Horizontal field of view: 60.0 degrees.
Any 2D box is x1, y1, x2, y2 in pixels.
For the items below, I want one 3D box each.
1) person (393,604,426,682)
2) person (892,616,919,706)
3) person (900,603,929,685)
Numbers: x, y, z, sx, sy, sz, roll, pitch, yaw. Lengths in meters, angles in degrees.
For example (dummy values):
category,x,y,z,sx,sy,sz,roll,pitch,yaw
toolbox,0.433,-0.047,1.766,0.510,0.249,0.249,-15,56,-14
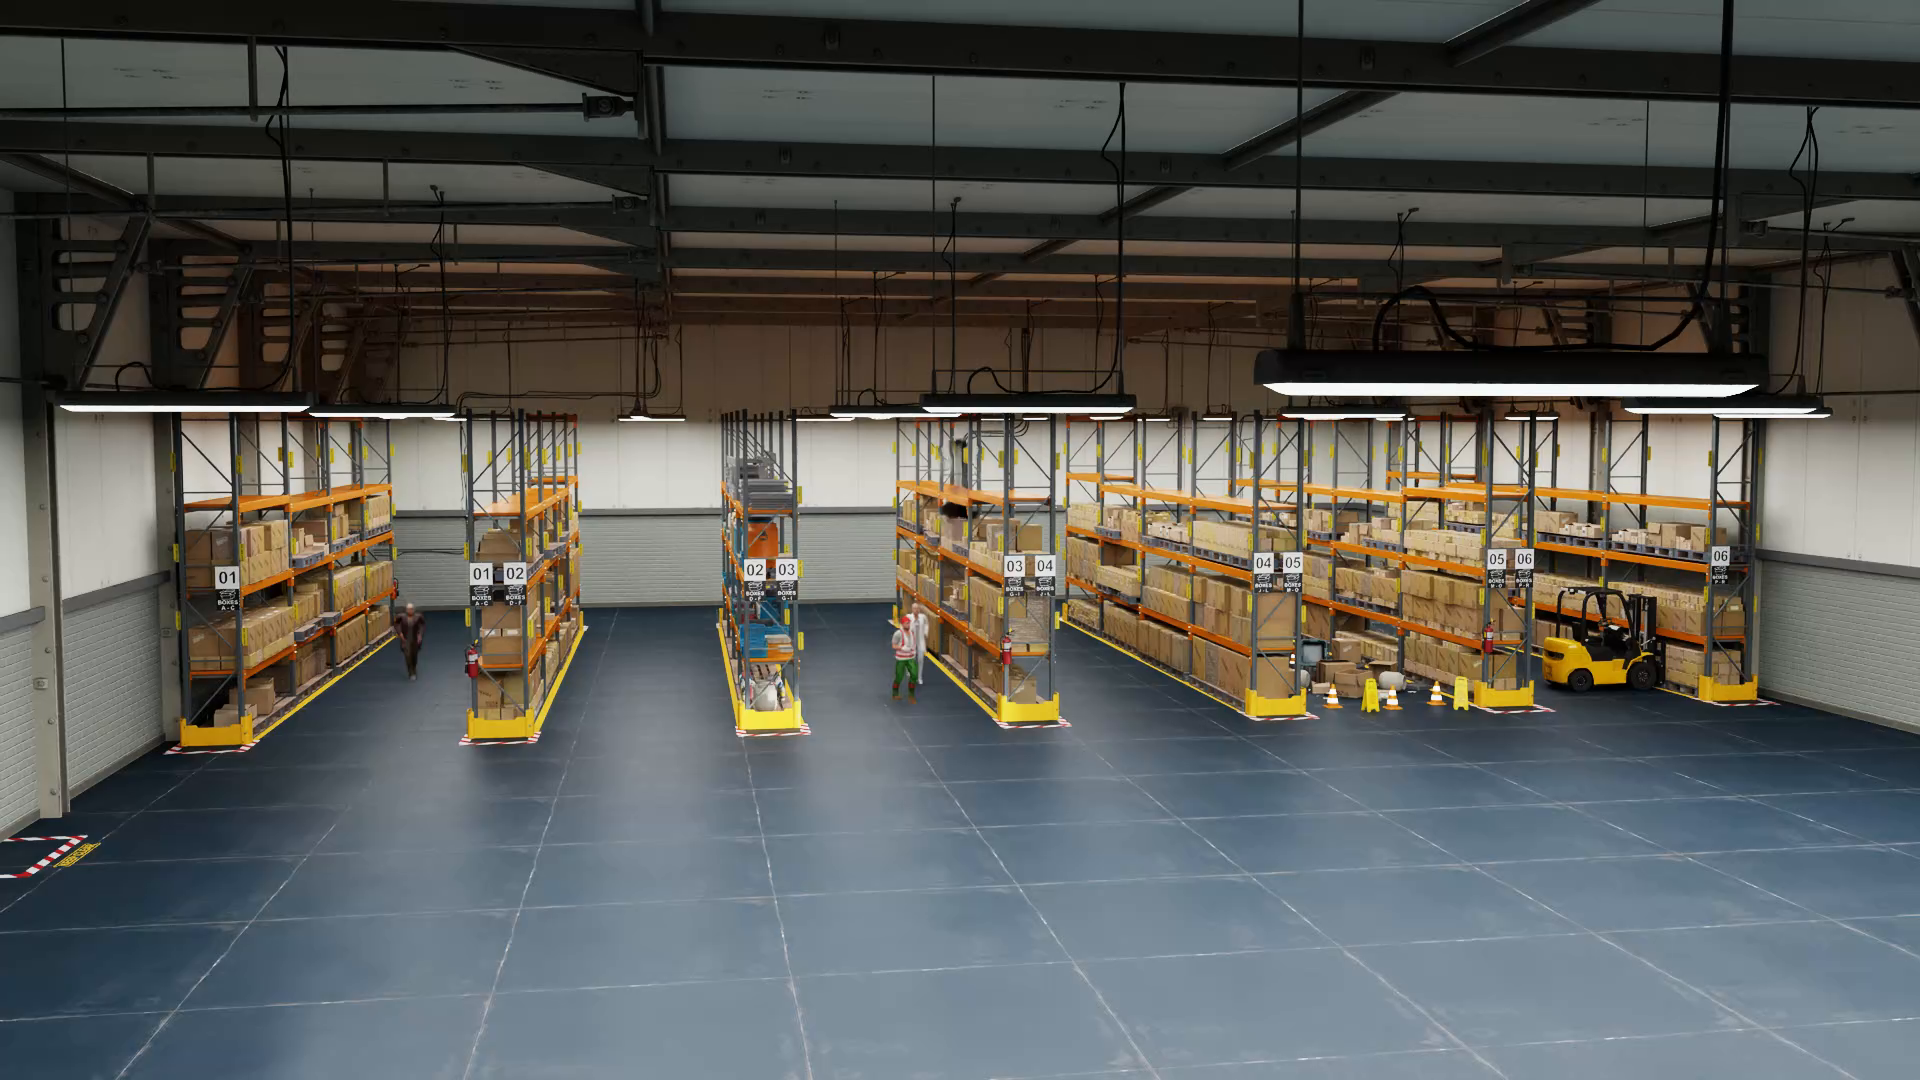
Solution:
category,x,y,z,sx,sy,sz,roll,pitch,yaw
person,-12.358,2.263,37.396,0.702,1.734,1.025,-1,4,-16
person,-1.137,2.463,33.995,0.588,1.831,0.835,-2,5,-28
person,-1.005,2.272,36.821,0.694,1.763,0.991,-1,4,-16
